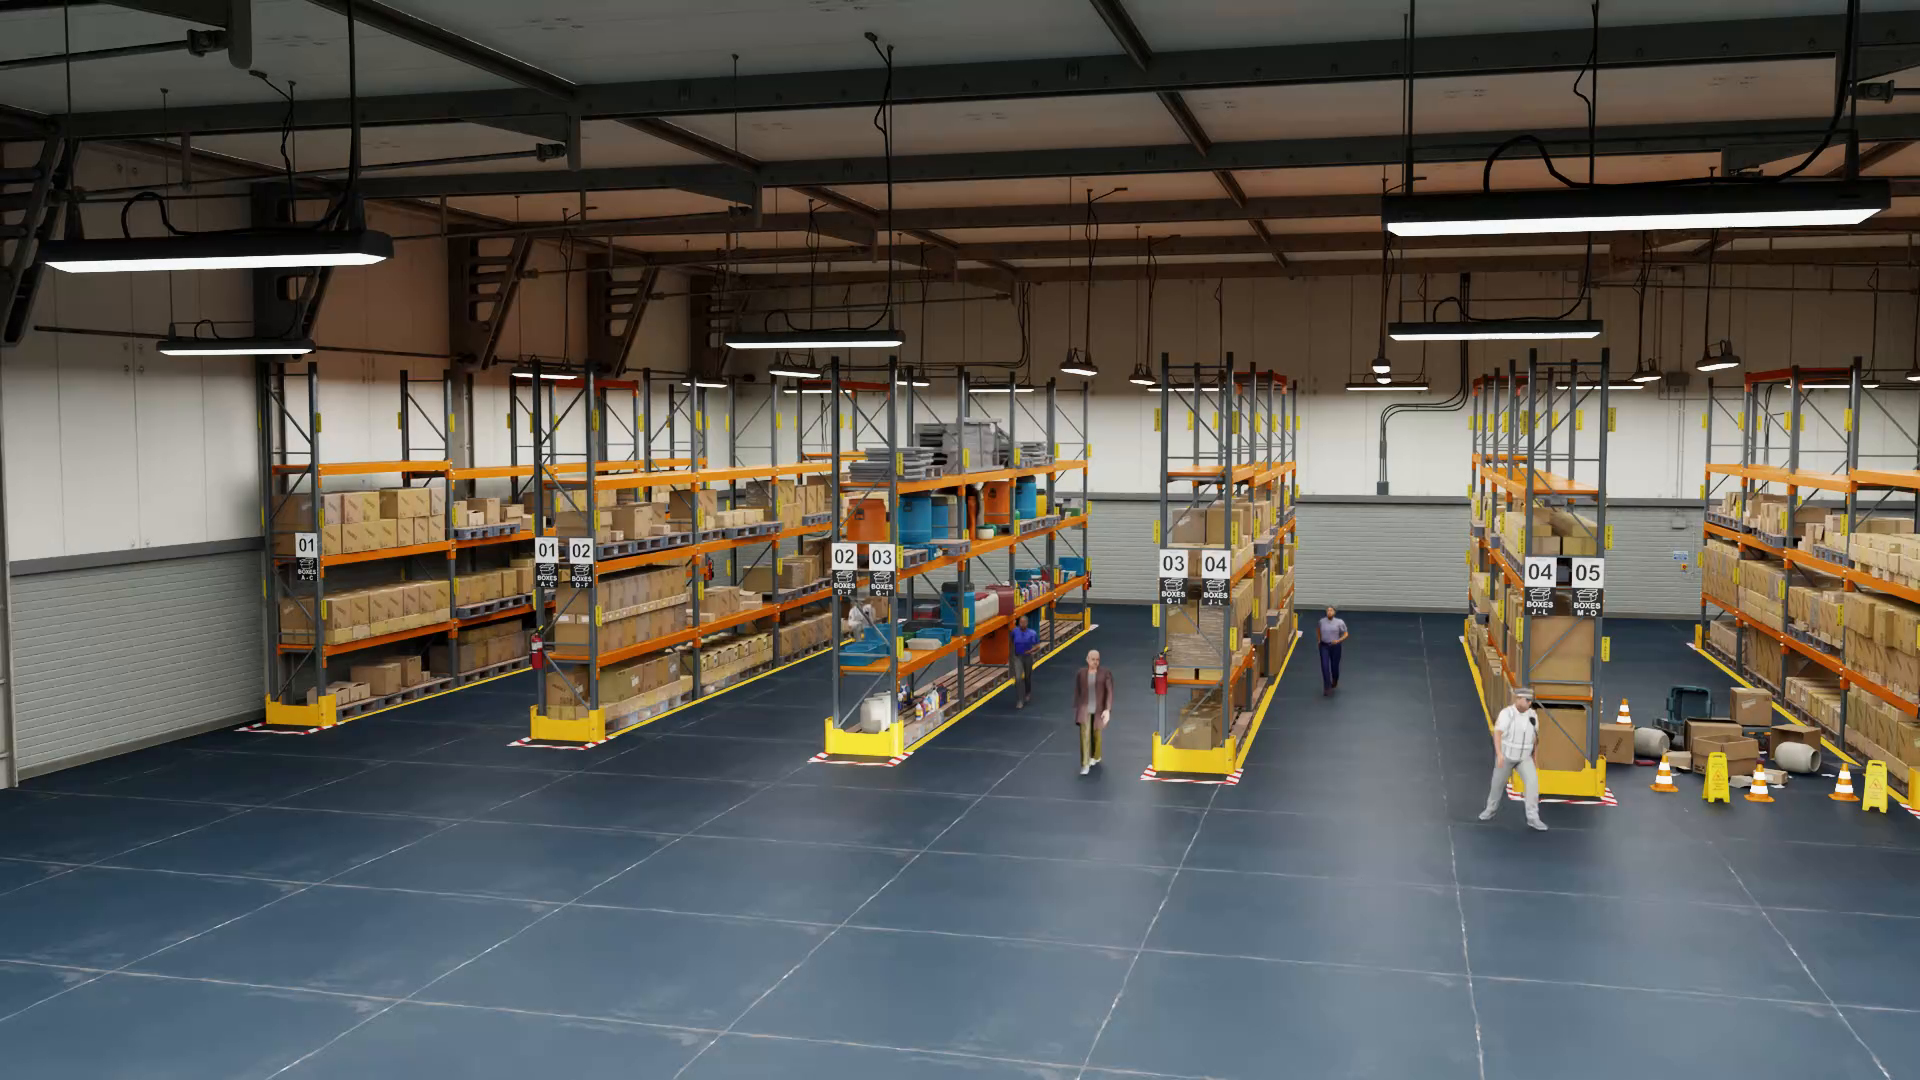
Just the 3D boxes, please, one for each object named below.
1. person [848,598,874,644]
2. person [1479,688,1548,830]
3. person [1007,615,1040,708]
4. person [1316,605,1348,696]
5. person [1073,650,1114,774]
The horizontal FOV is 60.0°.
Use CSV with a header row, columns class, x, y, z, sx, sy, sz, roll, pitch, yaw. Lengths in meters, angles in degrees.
class,x,y,z,sx,sy,sz,roll,pitch,yaw
person,-2.037,1.879,34.479,0.611,1.401,0.920,-1,4,-14
person,6.896,2.677,20.610,0.680,1.705,0.913,-1,4,-9
person,1.126,2.113,29.386,0.576,1.612,0.933,0,4,5
person,6.881,2.122,30.812,0.604,1.464,0.810,1,4,18
person,1.909,2.535,23.865,0.588,1.546,0.950,0,4,5
